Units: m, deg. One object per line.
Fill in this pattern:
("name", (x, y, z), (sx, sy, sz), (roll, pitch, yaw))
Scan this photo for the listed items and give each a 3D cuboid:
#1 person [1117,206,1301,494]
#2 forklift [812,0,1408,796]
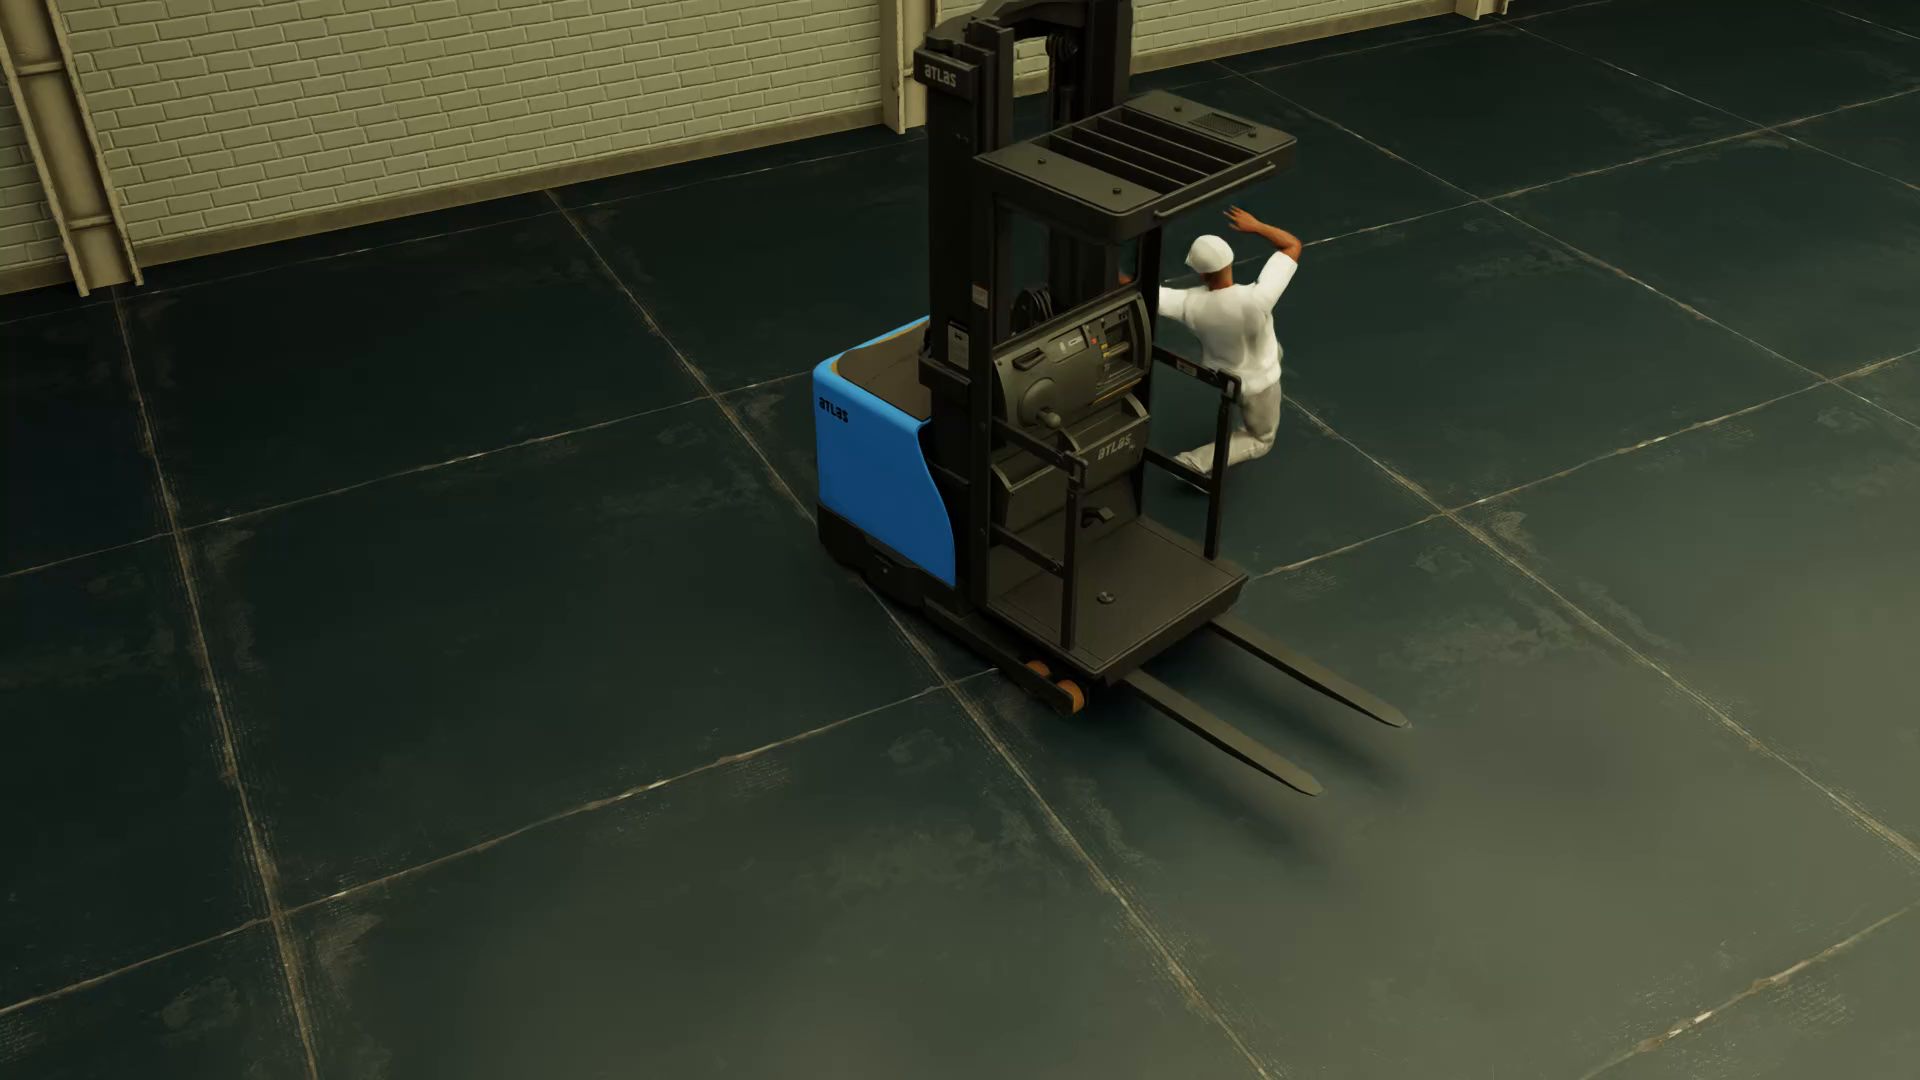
("person", (1.301, -1.117, 8.961), (0.900, 1.529, 1.103), (-28, 44, -33))
("forklift", (0.651, -0.735, 7.162), (1.130, 2.935, 3.031), (-29, 44, -34))
